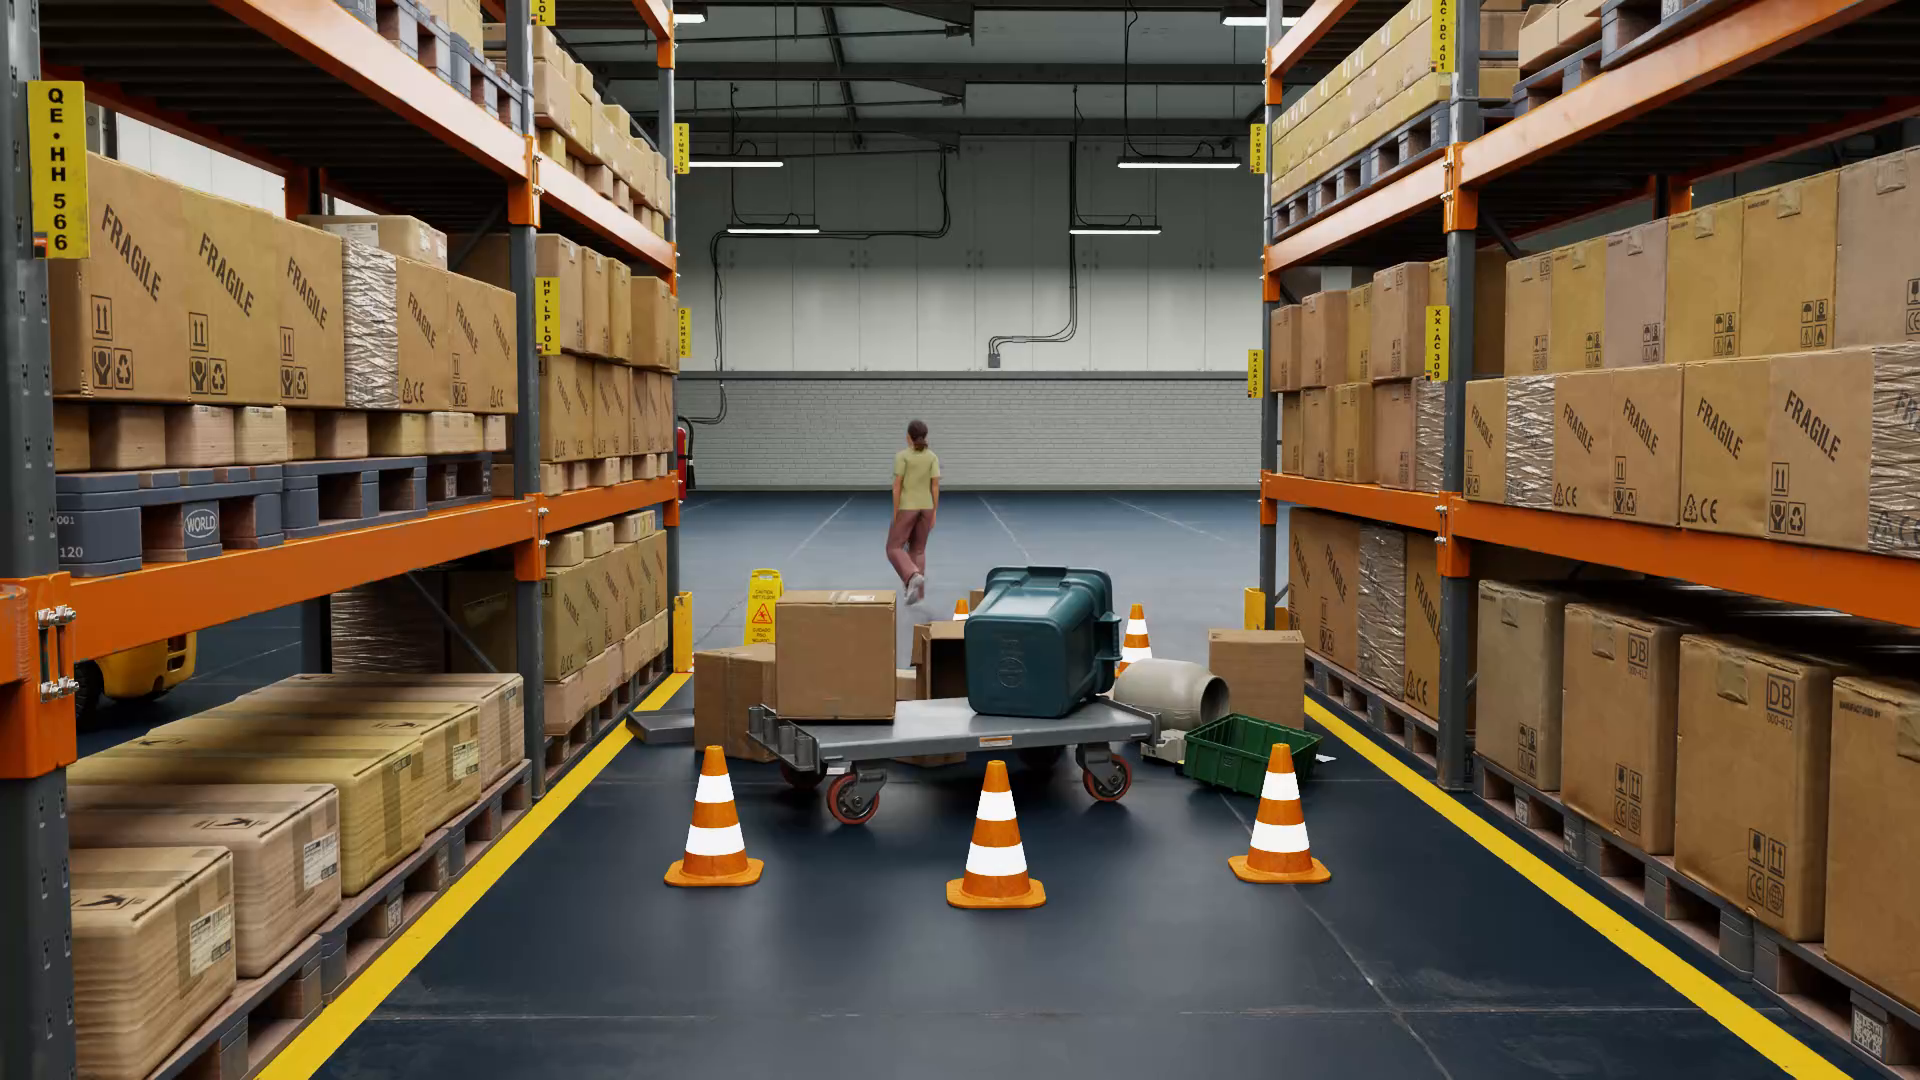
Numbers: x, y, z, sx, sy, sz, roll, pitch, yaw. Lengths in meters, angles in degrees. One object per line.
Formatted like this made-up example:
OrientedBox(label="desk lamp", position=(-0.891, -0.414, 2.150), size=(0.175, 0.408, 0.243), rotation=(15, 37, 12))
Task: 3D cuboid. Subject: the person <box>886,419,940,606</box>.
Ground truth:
OrientedBox(label="person", position=(-0.384, -0.236, 14.661), size=(0.446, 1.657, 0.583), rotation=(-2, 4, -25))
